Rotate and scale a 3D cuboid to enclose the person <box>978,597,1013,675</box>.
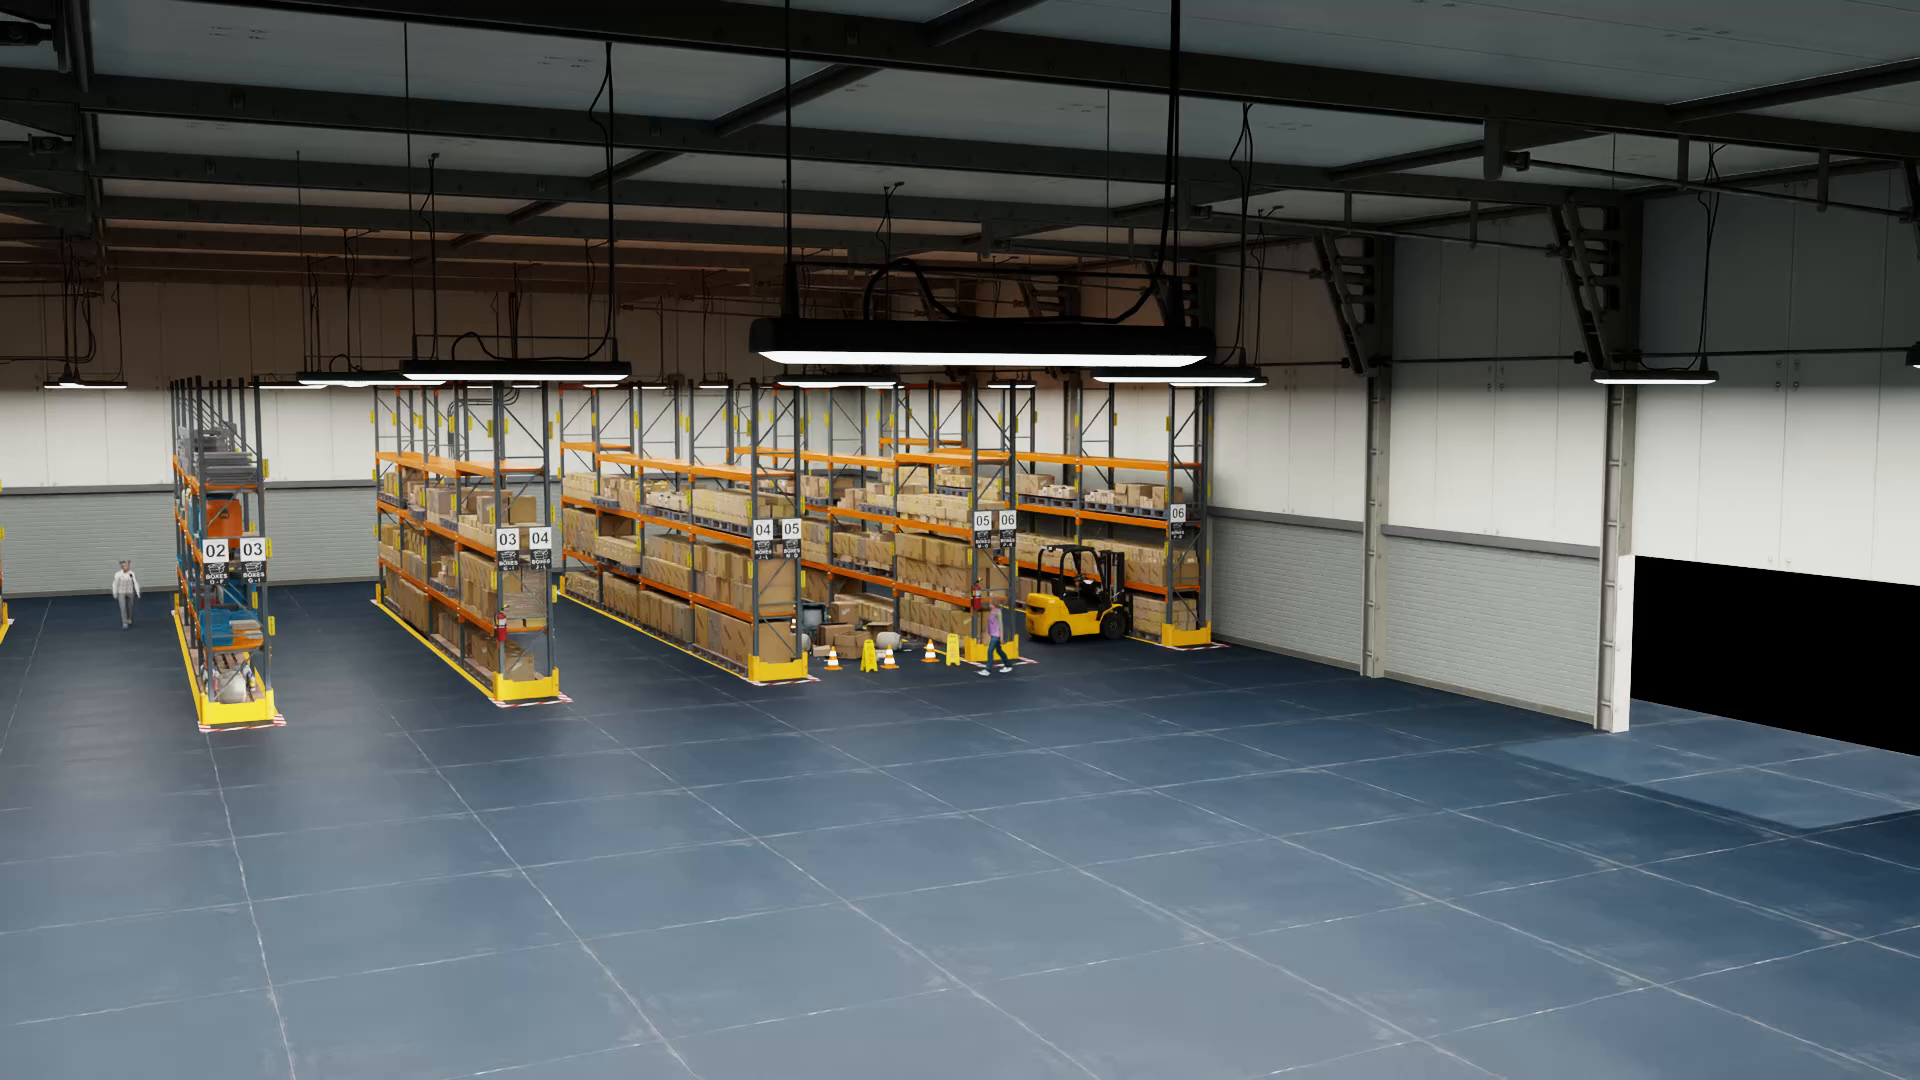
[{"bbox_3d":[0.708,1.950,33.709,0.789,1.558,0.420,-1,5,-13],"label":"person"}]

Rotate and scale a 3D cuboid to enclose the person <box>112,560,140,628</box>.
[{"bbox_3d":[-20.316,1.291,40.509,0.586,1.616,1.034,-3,6,-30],"label":"person"}]
